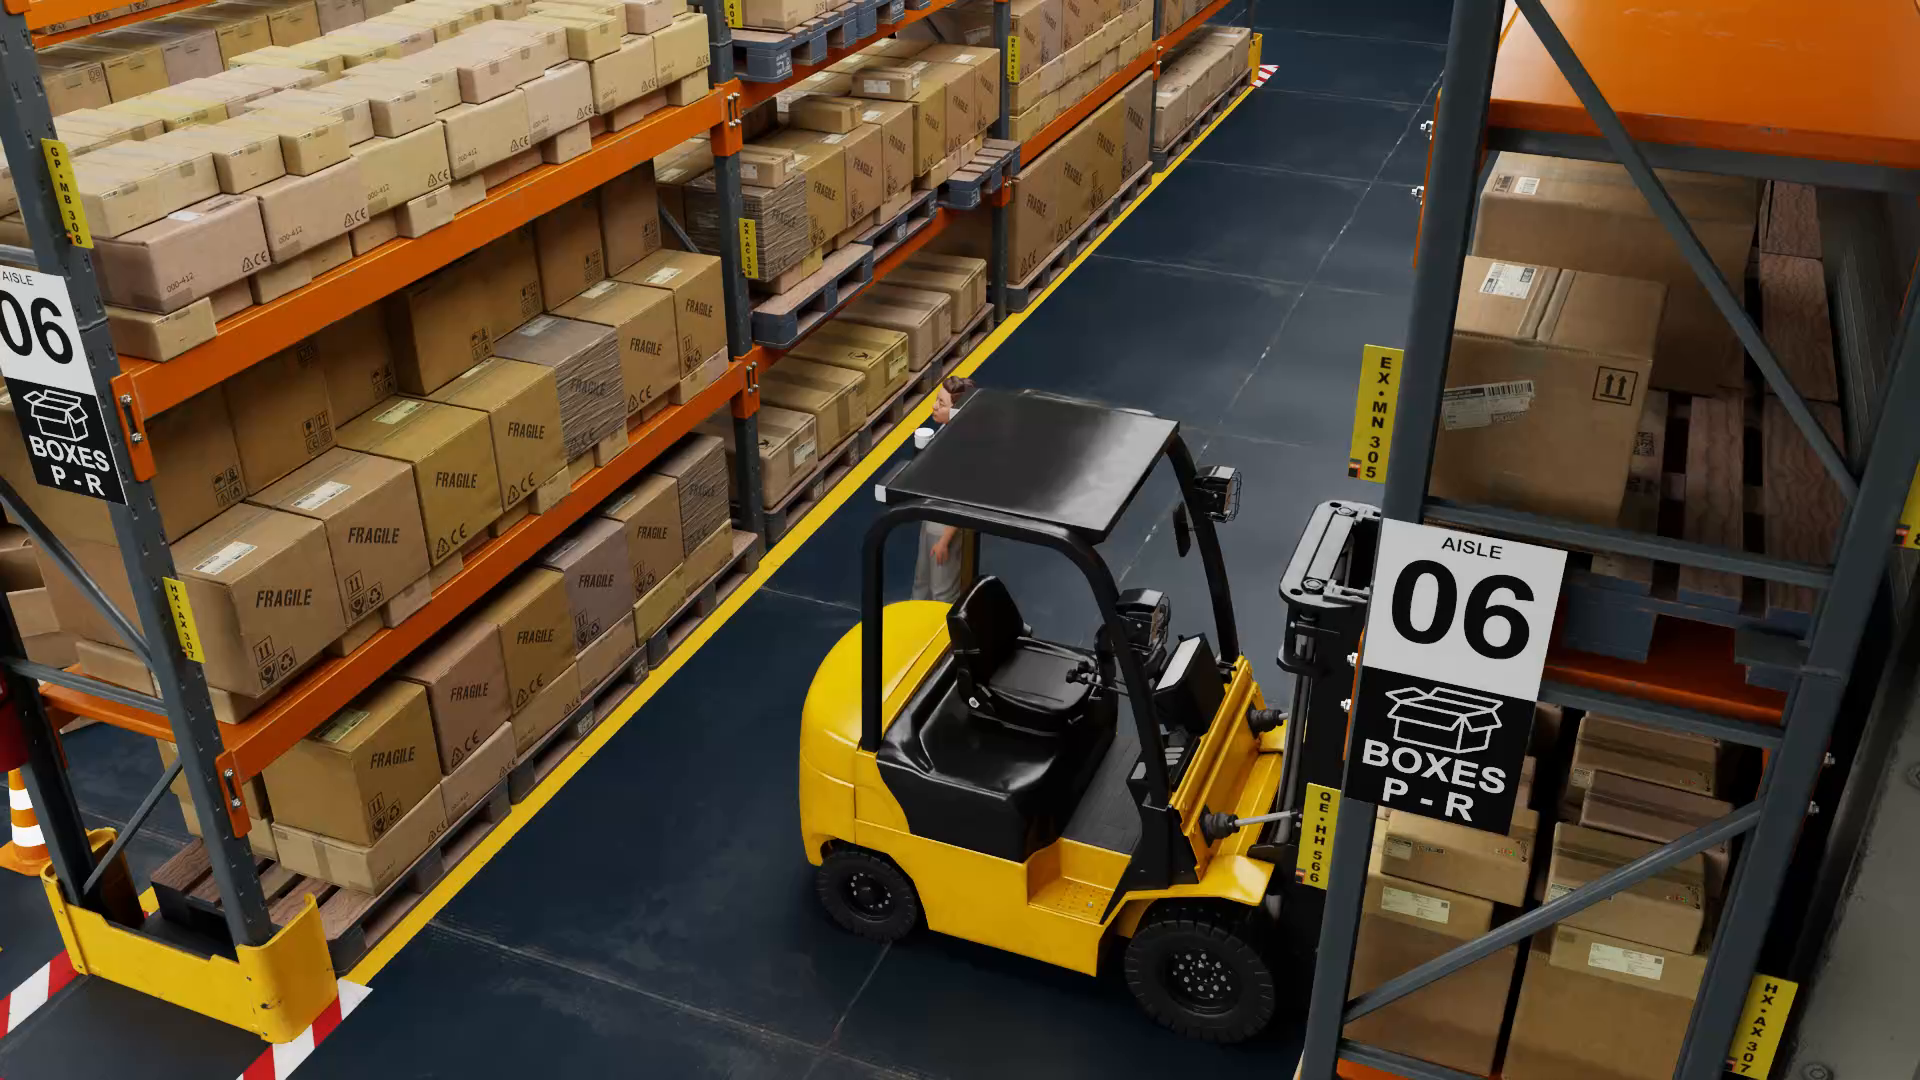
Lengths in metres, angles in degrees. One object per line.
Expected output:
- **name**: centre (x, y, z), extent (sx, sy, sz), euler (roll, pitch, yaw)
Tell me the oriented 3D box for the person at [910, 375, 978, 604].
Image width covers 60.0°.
- **person**: centre (-0.137, -0.076, 8.518), extent (0.549, 1.665, 0.549), euler (-3, 30, -6)
